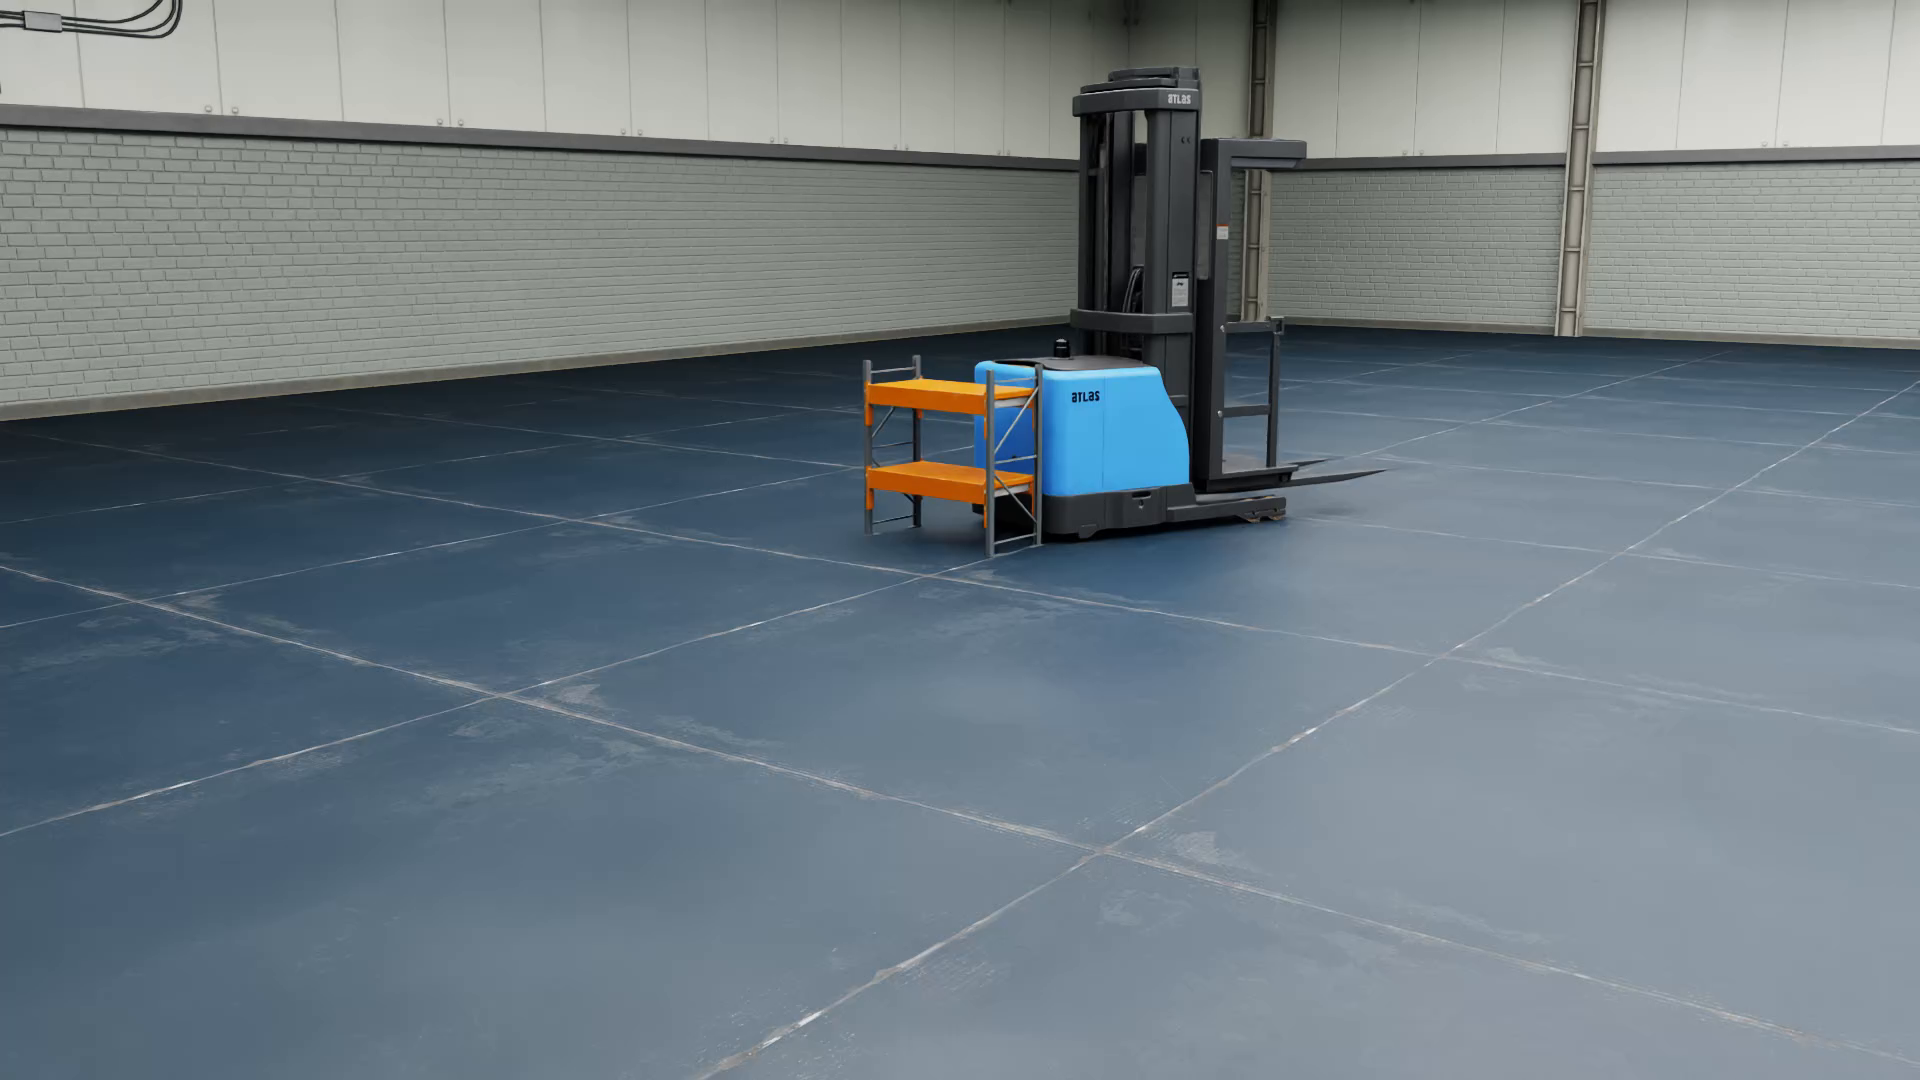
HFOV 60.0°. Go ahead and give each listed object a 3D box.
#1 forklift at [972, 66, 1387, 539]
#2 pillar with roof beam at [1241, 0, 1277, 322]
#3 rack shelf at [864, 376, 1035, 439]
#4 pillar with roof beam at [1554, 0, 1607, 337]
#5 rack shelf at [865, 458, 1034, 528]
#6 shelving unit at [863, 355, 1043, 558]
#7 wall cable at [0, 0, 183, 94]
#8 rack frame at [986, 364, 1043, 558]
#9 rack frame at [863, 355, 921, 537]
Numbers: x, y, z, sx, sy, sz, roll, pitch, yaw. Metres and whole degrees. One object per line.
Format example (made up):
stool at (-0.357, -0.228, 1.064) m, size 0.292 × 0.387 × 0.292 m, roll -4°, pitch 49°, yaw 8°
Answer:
forklift at (1.608, -1.630, 11.240) m, size 3.031 × 2.935 × 1.130 m, roll -7°, pitch 13°, yaw -31°
pillar with roof beam at (3.142, -7.961, 27.990) m, size 0.548 × 9.000 × 9.100 m, roll 8°, pitch 13°, yaw 36°
rack shelf at (-0.052, -0.834, 10.336) m, size 1.000 × 0.278 × 0.538 m, roll 9°, pitch 14°, yaw 40°
pillar with roof beam at (7.978, -7.287, 24.503) m, size 0.400 × 9.000 × 9.100 m, roll 8°, pitch 13°, yaw 36°
rack shelf at (-0.052, -0.306, 10.438) m, size 1.000 × 0.278 × 0.538 m, roll 9°, pitch 14°, yaw 40°
shelving unit at (-0.052, -0.546, 10.391) m, size 1.048 × 1.125 × 0.538 m, roll 9°, pitch 14°, yaw 40°
wall cable at (-8.915, -7.453, 16.408) m, size 0.169 × 6.003 × 2.305 m, roll 8°, pitch 13°, yaw 36°
rack frame at (0.330, -0.482, 10.062) m, size 0.032 × 1.125 × 0.500 m, roll 9°, pitch 14°, yaw 40°
rack frame at (-0.434, -0.610, 10.721) m, size 0.032 × 1.125 × 0.500 m, roll 9°, pitch 14°, yaw 40°
